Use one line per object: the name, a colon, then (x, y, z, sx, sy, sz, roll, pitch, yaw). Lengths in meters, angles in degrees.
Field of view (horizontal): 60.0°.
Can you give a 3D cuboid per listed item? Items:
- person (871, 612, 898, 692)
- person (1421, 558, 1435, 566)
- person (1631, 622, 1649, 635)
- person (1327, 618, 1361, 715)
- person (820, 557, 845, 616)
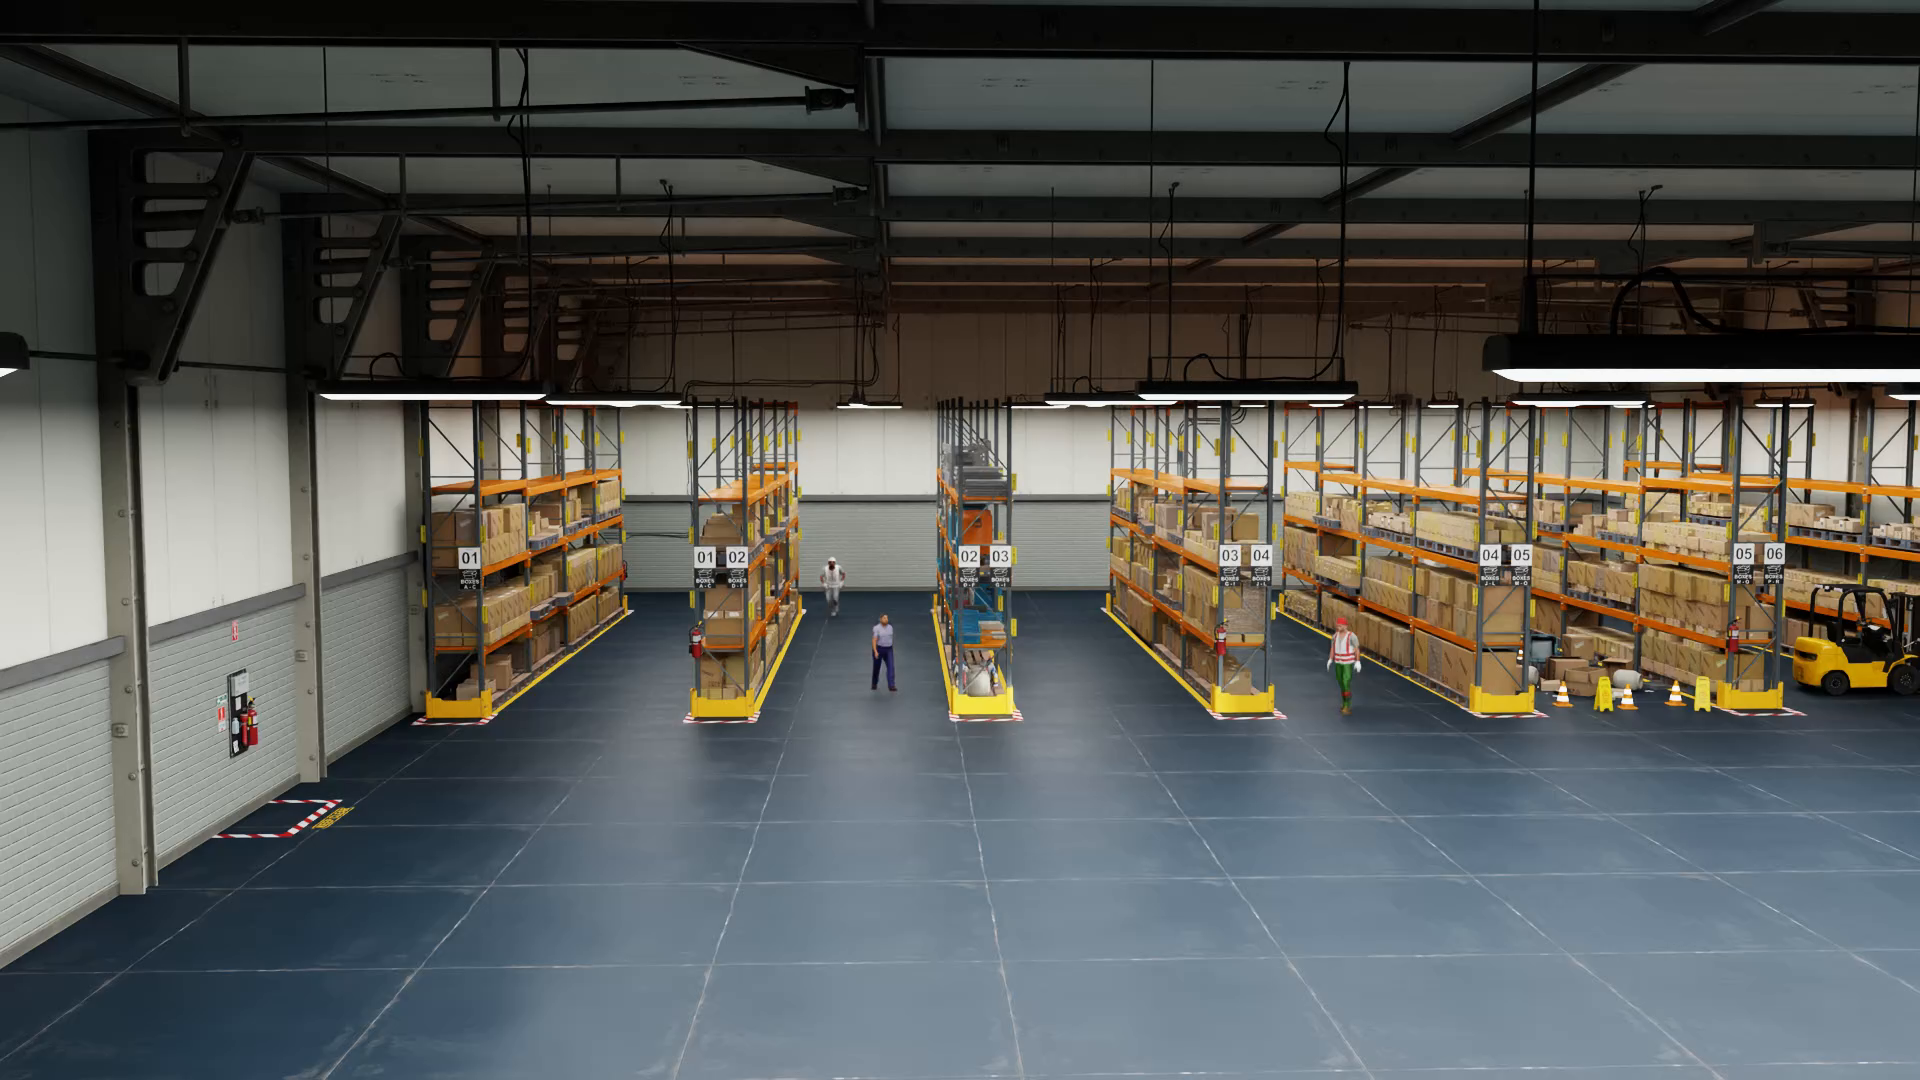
person: (-1.556, 2.283, 33.880, 0.501, 1.608, 0.932, -2, 5, -24)
person: (14.225, 0.909, 50.666, 0.532, 1.789, 0.607, -2, 5, -20)
person: (16.538, 1.748, 40.391, 0.579, 1.723, 0.565, 0, 4, -3)
person: (7.306, 2.380, 31.752, 0.673, 1.790, 0.627, -4, 6, -41)
person: (-3.562, 1.298, 46.476, 0.694, 1.681, 0.655, 0, 4, 5)
